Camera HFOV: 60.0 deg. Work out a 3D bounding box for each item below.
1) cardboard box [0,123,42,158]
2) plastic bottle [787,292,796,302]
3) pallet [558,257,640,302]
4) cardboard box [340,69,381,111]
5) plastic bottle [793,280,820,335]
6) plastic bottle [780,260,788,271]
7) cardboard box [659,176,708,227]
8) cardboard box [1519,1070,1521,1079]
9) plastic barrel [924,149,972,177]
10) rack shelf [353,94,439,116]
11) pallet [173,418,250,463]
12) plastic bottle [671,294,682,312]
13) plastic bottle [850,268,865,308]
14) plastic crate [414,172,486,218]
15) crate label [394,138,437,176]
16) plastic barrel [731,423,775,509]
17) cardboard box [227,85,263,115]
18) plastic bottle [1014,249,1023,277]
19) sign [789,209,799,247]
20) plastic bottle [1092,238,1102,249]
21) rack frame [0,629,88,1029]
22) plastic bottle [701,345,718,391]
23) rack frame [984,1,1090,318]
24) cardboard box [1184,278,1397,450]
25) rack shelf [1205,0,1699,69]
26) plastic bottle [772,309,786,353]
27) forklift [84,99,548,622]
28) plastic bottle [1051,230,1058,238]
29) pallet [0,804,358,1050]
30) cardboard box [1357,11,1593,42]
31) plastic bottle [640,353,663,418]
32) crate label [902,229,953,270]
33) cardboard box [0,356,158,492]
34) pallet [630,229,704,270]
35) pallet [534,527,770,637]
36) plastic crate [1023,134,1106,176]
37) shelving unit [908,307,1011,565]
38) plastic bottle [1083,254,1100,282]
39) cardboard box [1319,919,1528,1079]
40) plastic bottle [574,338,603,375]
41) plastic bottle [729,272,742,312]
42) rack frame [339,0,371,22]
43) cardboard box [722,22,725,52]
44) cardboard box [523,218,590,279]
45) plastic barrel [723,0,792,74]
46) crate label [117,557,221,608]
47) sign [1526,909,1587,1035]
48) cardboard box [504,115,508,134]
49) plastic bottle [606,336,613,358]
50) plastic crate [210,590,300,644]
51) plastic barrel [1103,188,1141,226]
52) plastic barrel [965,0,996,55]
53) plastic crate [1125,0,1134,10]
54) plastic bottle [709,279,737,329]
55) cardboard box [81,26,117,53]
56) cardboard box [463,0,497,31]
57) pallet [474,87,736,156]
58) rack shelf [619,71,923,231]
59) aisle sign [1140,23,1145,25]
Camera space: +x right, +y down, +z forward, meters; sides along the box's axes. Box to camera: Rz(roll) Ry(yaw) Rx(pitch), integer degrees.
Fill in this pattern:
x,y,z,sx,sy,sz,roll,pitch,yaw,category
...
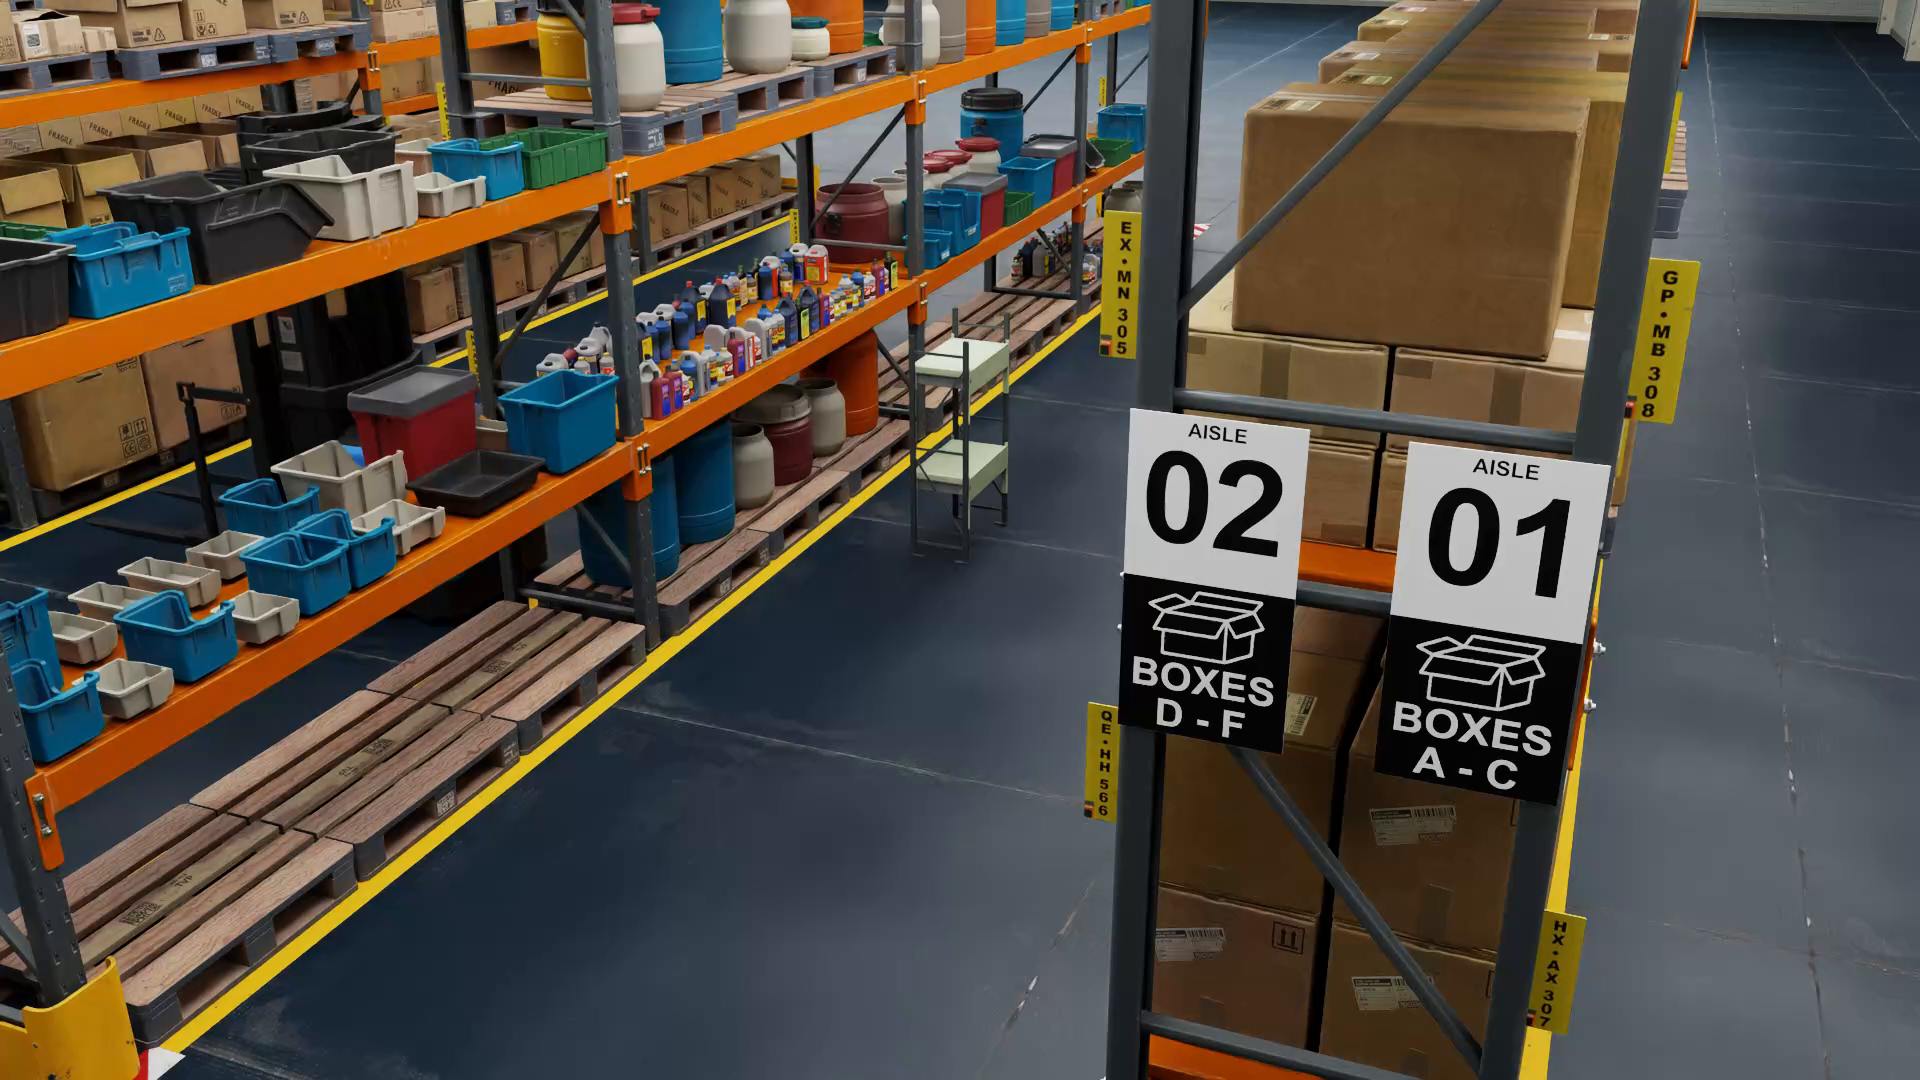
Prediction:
x,y,z,sx,sy,sz,roll,pitch,yaw,category
-9.507,-3.876,16.507,0.500,0.500,0.500,9,24,21,cardboard box
-1.139,-1.538,11.191,0.061,0.283,0.133,9,24,20,plastic bottle
-4.159,-2.827,17.744,1.003,0.211,1.213,9,24,20,pallet
-7.819,-5.718,20.853,0.875,0.550,0.550,9,24,20,cardboard box
-1.034,-1.564,11.165,0.144,0.351,0.185,9,24,20,plastic bottle
-1.323,-1.979,12.355,0.097,0.201,0.097,0,23,0,plastic bottle
-3.322,-4.010,19.656,0.500,0.500,0.500,7,24,15,cardboard box
1.705,1.875,5.866,0.500,0.250,0.500,9,24,20,cardboard box
-0.104,-3.173,14.778,0.433,0.535,0.433,0,23,0,plastic barrel
-7.695,-5.523,21.513,1.077,0.370,4.000,9,24,20,rack shelf
-6.174,-0.968,13.294,1.003,0.211,1.213,9,24,20,pallet
-1.895,-1.486,11.067,0.061,0.283,0.133,9,24,20,plastic bottle
-0.730,-1.796,11.825,0.097,0.271,0.097,0,23,0,plastic bottle
-2.363,-1.573,7.576,0.293,0.136,0.466,9,24,20,plastic crate
-2.694,-1.949,8.475,0.293,0.136,0.466,9,24,20,crate label
-1.470,-0.501,11.242,0.421,0.512,0.421,0,23,0,plastic barrel
-8.384,-4.960,19.103,0.500,0.500,0.500,9,24,20,cardboard box
0.600,-2.852,17.141,0.061,0.283,0.133,10,25,23,plastic bottle
-1.271,-2.404,12.901,0.100,0.325,0.005,9,24,20,sign
1.494,-3.091,17.721,0.152,0.276,0.135,9,24,20,plastic bottle
-3.730,0.611,5.896,1.000,3.000,0.127,9,24,20,rack frame
-1.514,-1.041,10.017,0.097,0.271,0.097,0,23,0,plastic bottle
0.728,-3.684,16.177,1.000,3.000,0.127,9,24,20,rack frame
0.822,-0.445,4.077,0.500,0.250,0.500,9,24,20,cardboard box
1.611,-1.829,4.892,1.077,0.370,4.000,9,24,20,rack shelf
-1.183,-1.359,10.779,0.097,0.271,0.097,0,23,0,plastic bottle
-4.241,-1.193,10.304,3.031,2.935,1.130,8,24,18,forklift
1.011,-3.224,18.045,0.097,0.271,0.097,0,23,0,plastic bottle
-3.387,1.608,7.127,1.003,0.211,1.213,9,24,20,pallet
1.711,-1.484,5.592,0.700,0.500,0.500,9,24,20,cardboard box
-1.797,-0.892,9.558,0.144,0.351,0.185,9,24,20,plastic bottle
-0.253,-2.272,13.015,0.303,0.233,0.416,9,24,20,crate label
-6.623,-0.975,11.904,1.225,0.875,0.875,9,24,20,cardboard box
-3.654,-3.351,18.999,1.003,0.211,1.213,9,24,20,pallet
-1.918,0.196,10.507,1.003,0.211,1.213,9,24,20,pallet
1.040,-3.824,16.594,0.767,0.338,0.504,9,24,20,plastic crate
0.002,-0.694,10.967,0.431,1.500,0.755,9,24,20,shelving unit
1.348,-2.801,17.026,0.152,0.276,0.135,10,25,22,plastic bottle
1.278,1.154,4.466,0.500,0.500,0.500,9,24,21,cardboard box
-2.262,-1.081,10.108,0.152,0.276,0.135,9,24,20,plastic bottle
-1.594,-1.751,11.716,0.097,0.271,0.097,0,23,0,plastic bottle
-5.357,-5.729,13.291,1.000,3.000,0.127,9,24,20,rack frame
-2.922,-5.701,19.193,0.500,0.500,0.500,9,24,20,cardboard box
-4.313,-3.058,17.351,0.700,0.500,0.500,9,24,20,cardboard box
-1.277,-3.237,10.494,0.433,0.535,0.433,0,23,0,plastic barrel
-3.393,0.182,7.186,0.396,0.136,0.243,9,24,20,crate label
1.372,0.999,3.842,0.100,0.325,0.005,9,24,20,sign
-4.429,-4.000,16.257,0.797,0.503,0.637,11,25,25,cardboard box
-2.072,-1.153,10.183,0.144,0.351,0.185,9,24,20,plastic bottle
-2.884,0.318,6.862,0.250,0.136,0.298,9,24,20,plastic crate
1.854,-3.735,18.983,0.421,0.512,0.421,0,23,0,plastic barrel
-0.008,-4.331,13.278,0.600,0.830,0.708,9,24,20,plastic barrel
1.567,-5.495,16.898,0.336,0.188,0.450,9,24,20,plastic crate
-1.606,-1.594,11.239,0.144,0.351,0.185,9,24,20,plastic bottle
-6.150,-3.503,11.634,0.380,0.149,0.250,8,24,18,cardboard box
-4.573,-4.777,15.097,0.500,0.250,0.500,9,24,21,cardboard box
-2.043,-2.412,9.486,1.213,0.211,1.003,9,24,20,pallet
-1.501,-2.589,10.597,1.077,0.370,4.000,9,24,20,rack shelf
1.968,-6.382,19.265,0.394,0.787,0.004,9,24,20,aisle sign
